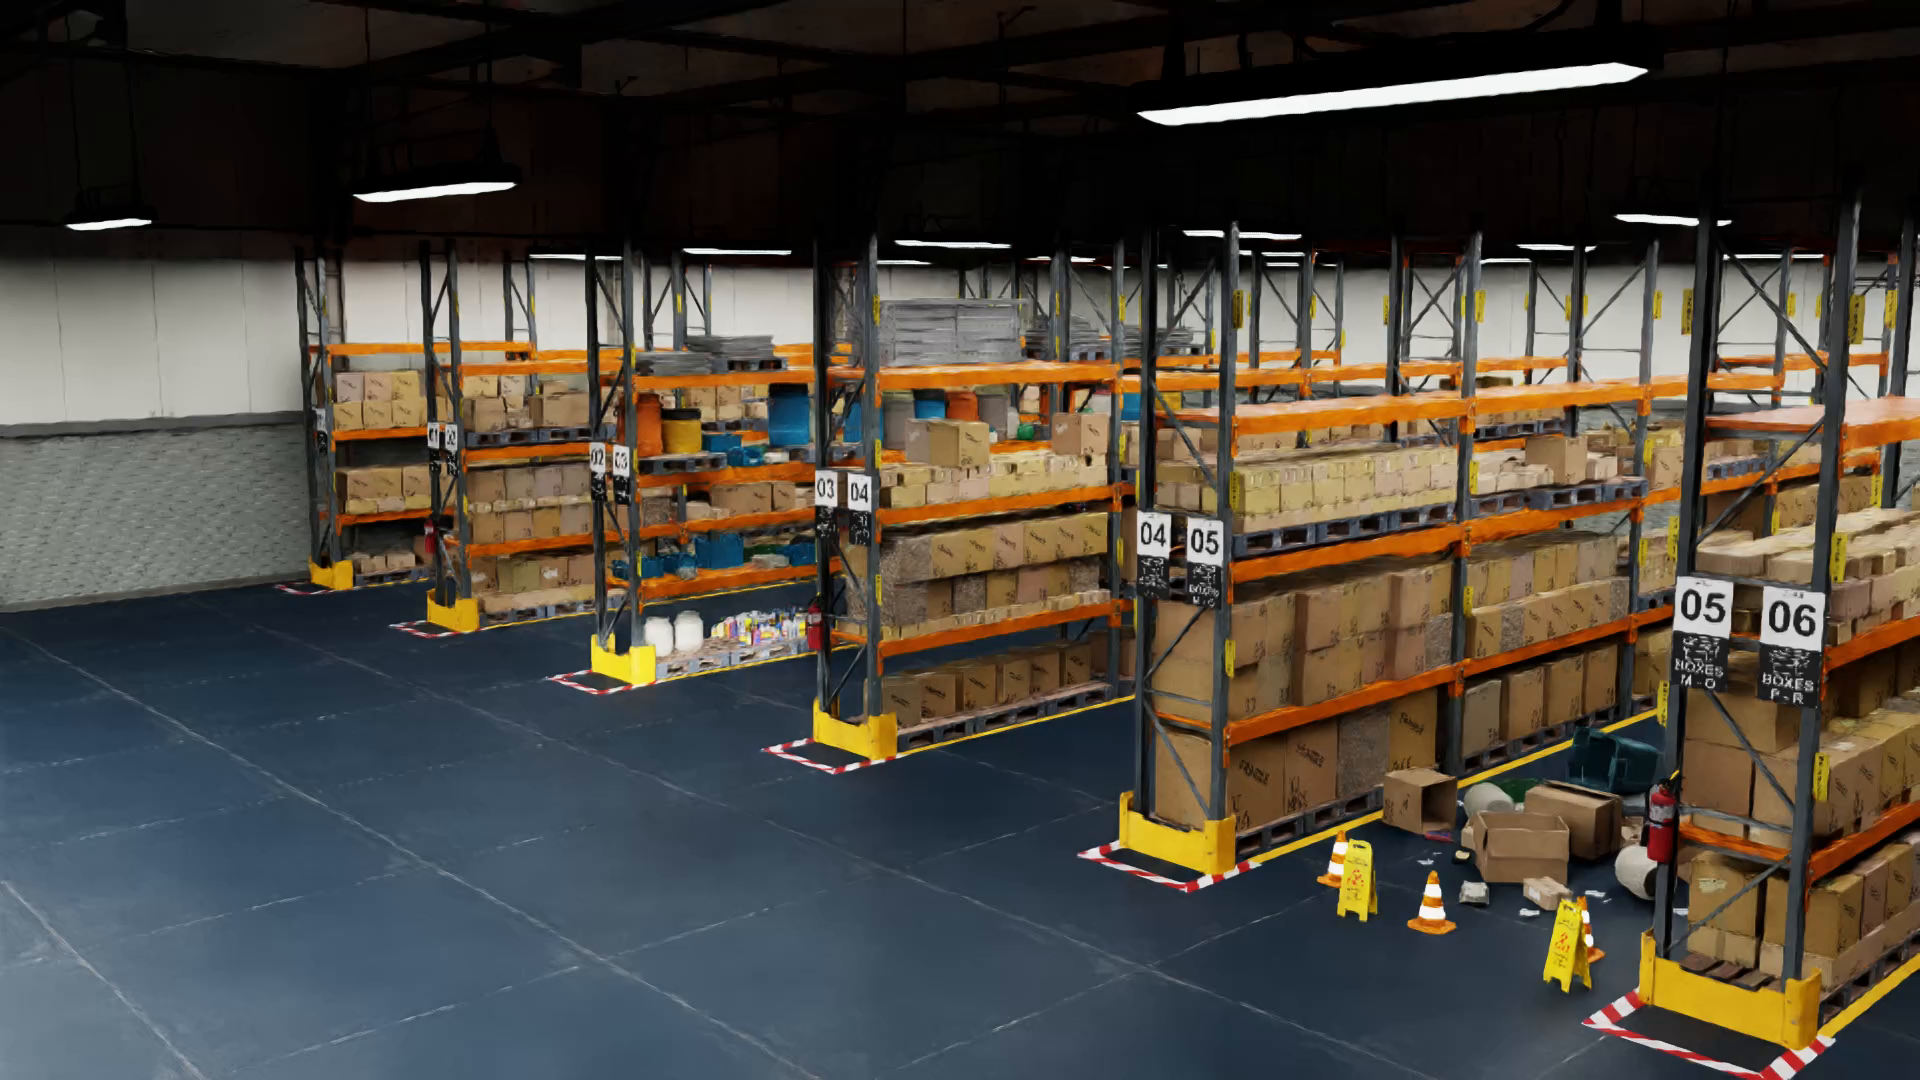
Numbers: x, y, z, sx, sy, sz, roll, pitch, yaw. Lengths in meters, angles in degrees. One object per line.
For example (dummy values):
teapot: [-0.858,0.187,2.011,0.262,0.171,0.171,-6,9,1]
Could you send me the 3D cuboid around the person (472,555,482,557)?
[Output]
person: [-8.563,0.101,29.500,0.574,1.498,0.749,4,9,27]
